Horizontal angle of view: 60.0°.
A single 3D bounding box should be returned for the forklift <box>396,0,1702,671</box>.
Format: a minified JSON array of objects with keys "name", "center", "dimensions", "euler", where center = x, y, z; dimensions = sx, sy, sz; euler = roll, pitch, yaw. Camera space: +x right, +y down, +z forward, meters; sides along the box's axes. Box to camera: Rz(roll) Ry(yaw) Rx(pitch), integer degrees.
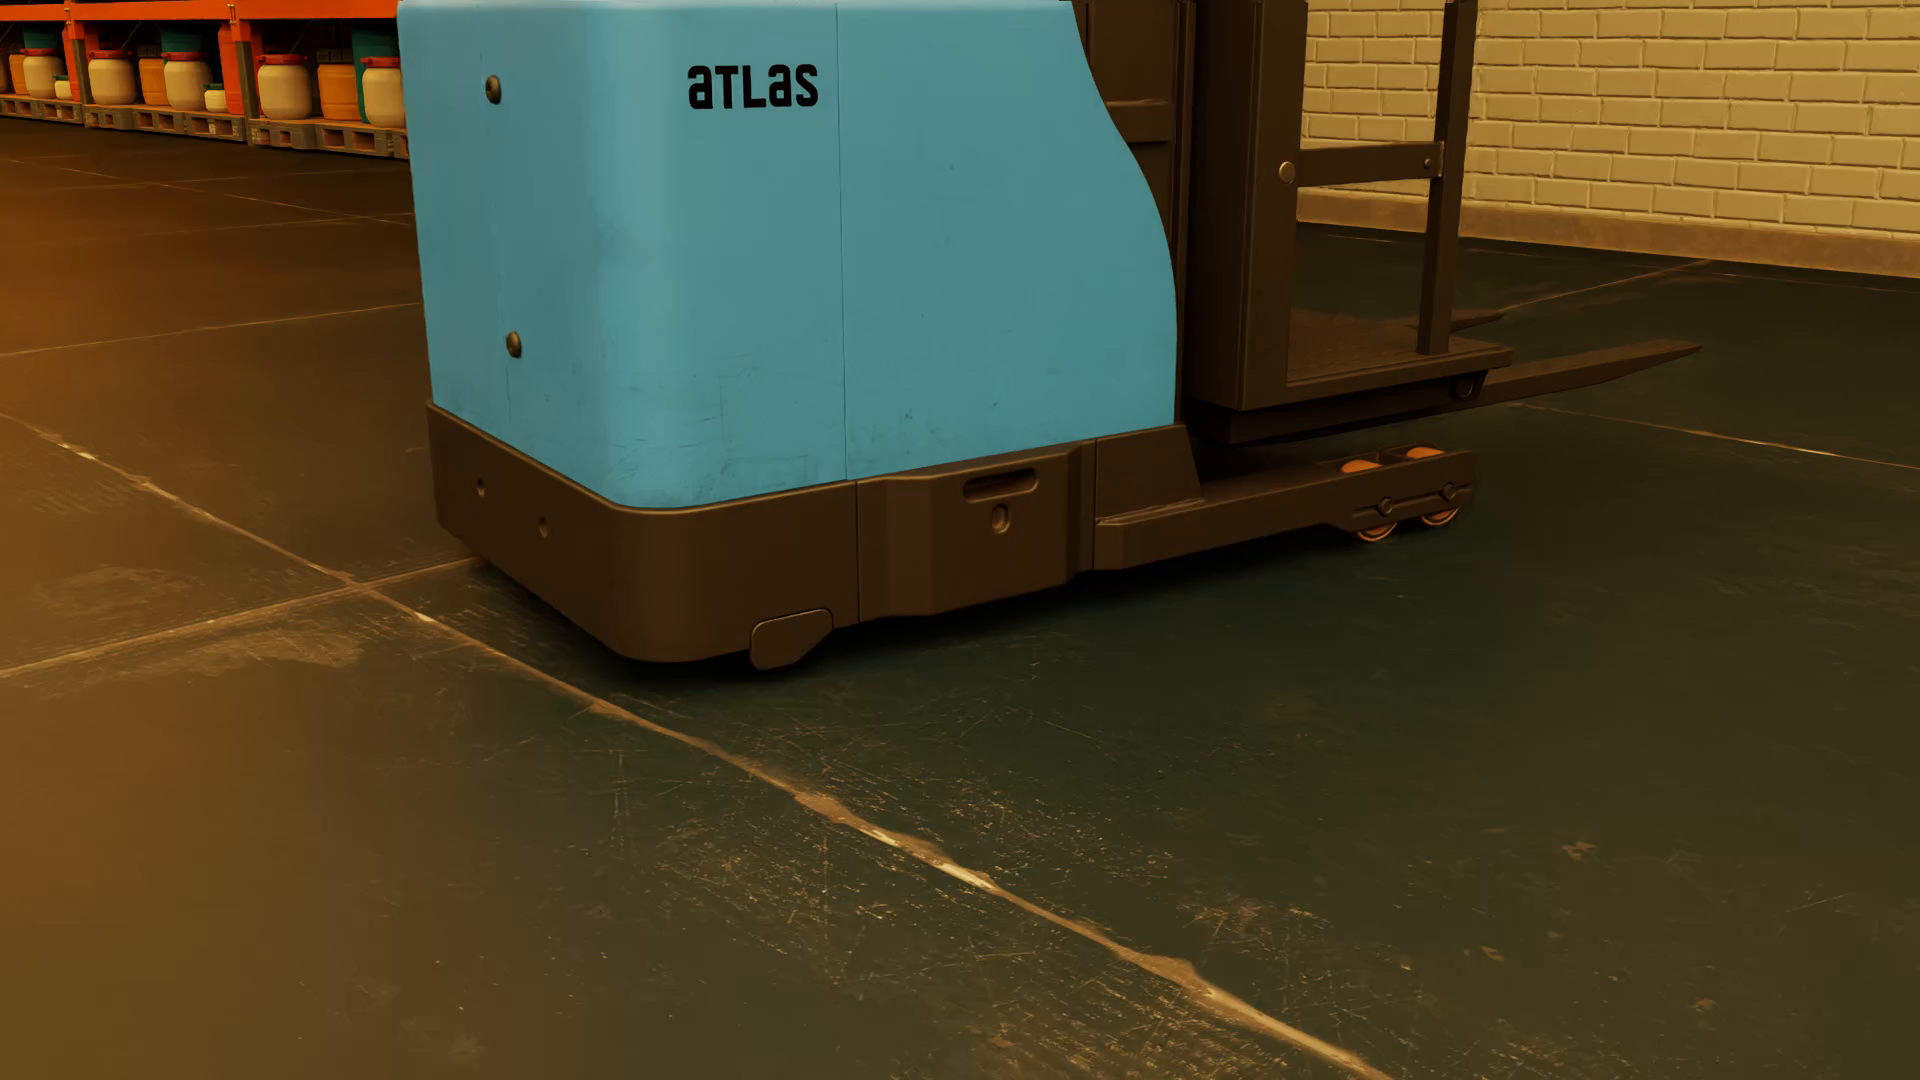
[{"name":"forklift","center":[0.469,-1.513,3.326],"dimensions":[3.031,2.935,1.130],"euler":[-12,21,-33]}]
